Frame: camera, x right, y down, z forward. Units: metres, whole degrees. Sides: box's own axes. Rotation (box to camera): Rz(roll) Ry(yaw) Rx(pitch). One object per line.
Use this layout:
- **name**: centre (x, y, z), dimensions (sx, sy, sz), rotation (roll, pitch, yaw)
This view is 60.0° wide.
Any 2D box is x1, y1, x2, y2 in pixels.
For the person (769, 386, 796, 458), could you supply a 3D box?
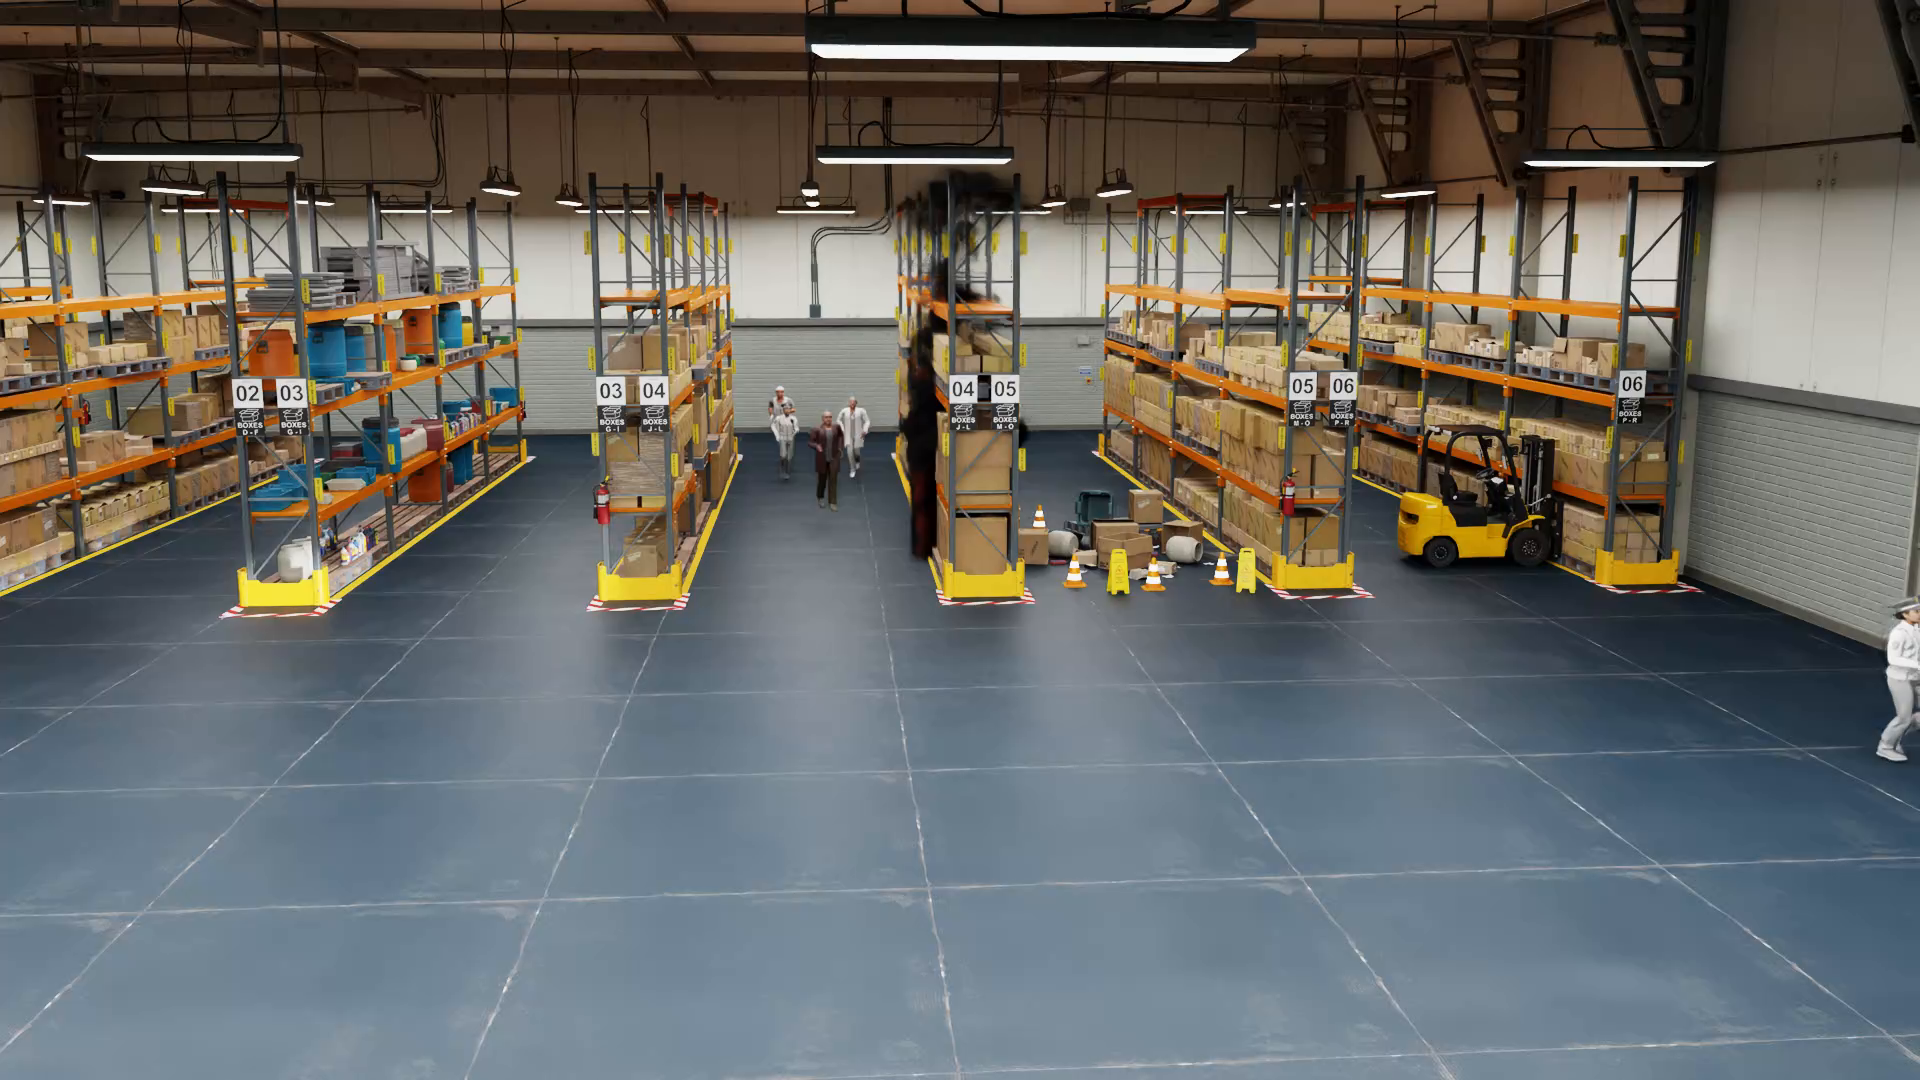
- **person**: centre (-4.158, -2.724, 38.941), dimensions (0.634, 1.789, 0.899), rotation (-1, 10, -6)

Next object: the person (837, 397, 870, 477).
- **person**: centre (-2.363, -2.292, 36.808), dimensions (0.734, 1.771, 0.790), rotation (0, 10, -2)

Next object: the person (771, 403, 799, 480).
- **person**: centre (-3.753, -2.131, 35.960), dimensions (0.588, 1.681, 0.653), rotation (-3, 10, -15)

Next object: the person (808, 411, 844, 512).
- **person**: centre (-2.403, -1.437, 30.089), dimensions (0.689, 1.812, 0.960), rotation (-3, 10, -15)

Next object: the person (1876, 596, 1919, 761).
- **person**: centre (9.276, 1.359, 16.175), dimensions (0.602, 1.655, 0.554), rotation (-6, 12, -32)
